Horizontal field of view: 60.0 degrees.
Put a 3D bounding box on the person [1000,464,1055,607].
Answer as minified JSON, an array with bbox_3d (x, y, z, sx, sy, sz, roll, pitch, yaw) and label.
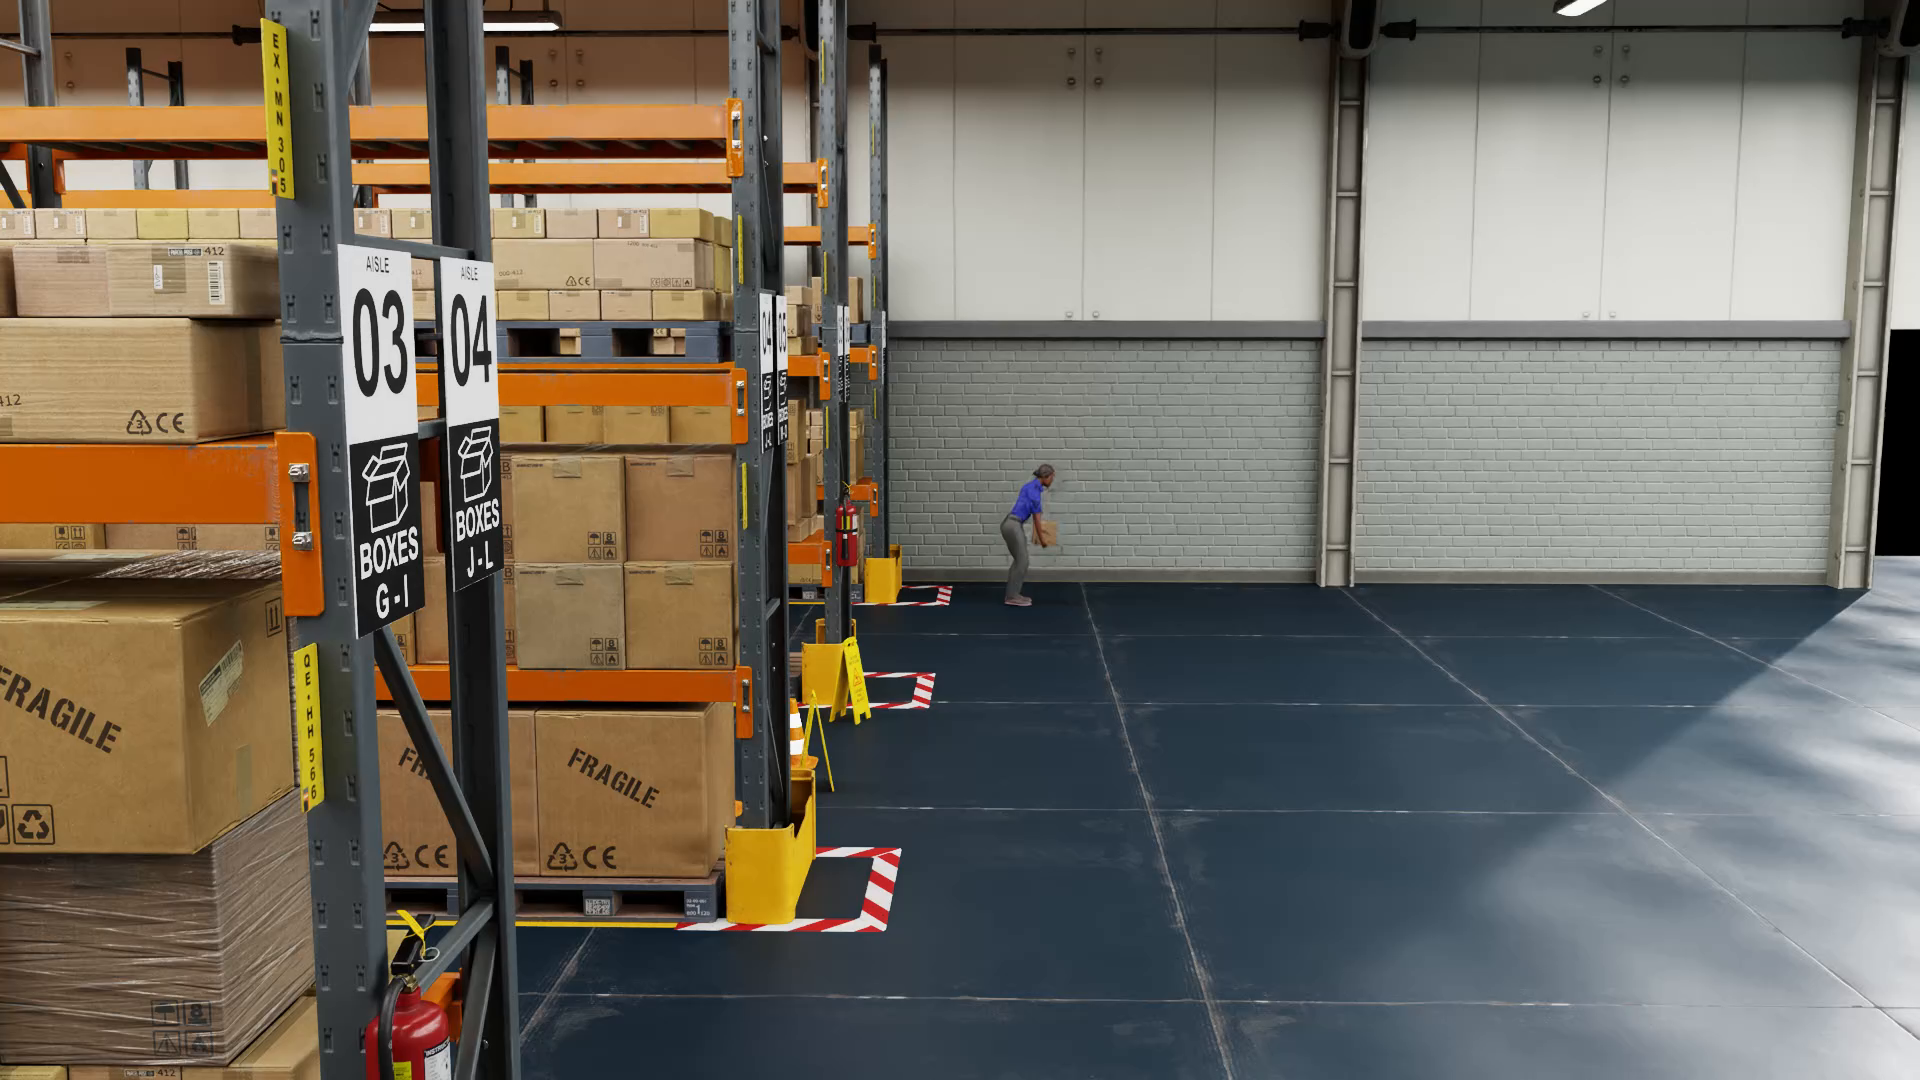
[{"bbox_3d":[0.738,-0.060,18.224,0.595,1.551,0.409,0,7,0],"label":"person"}]
